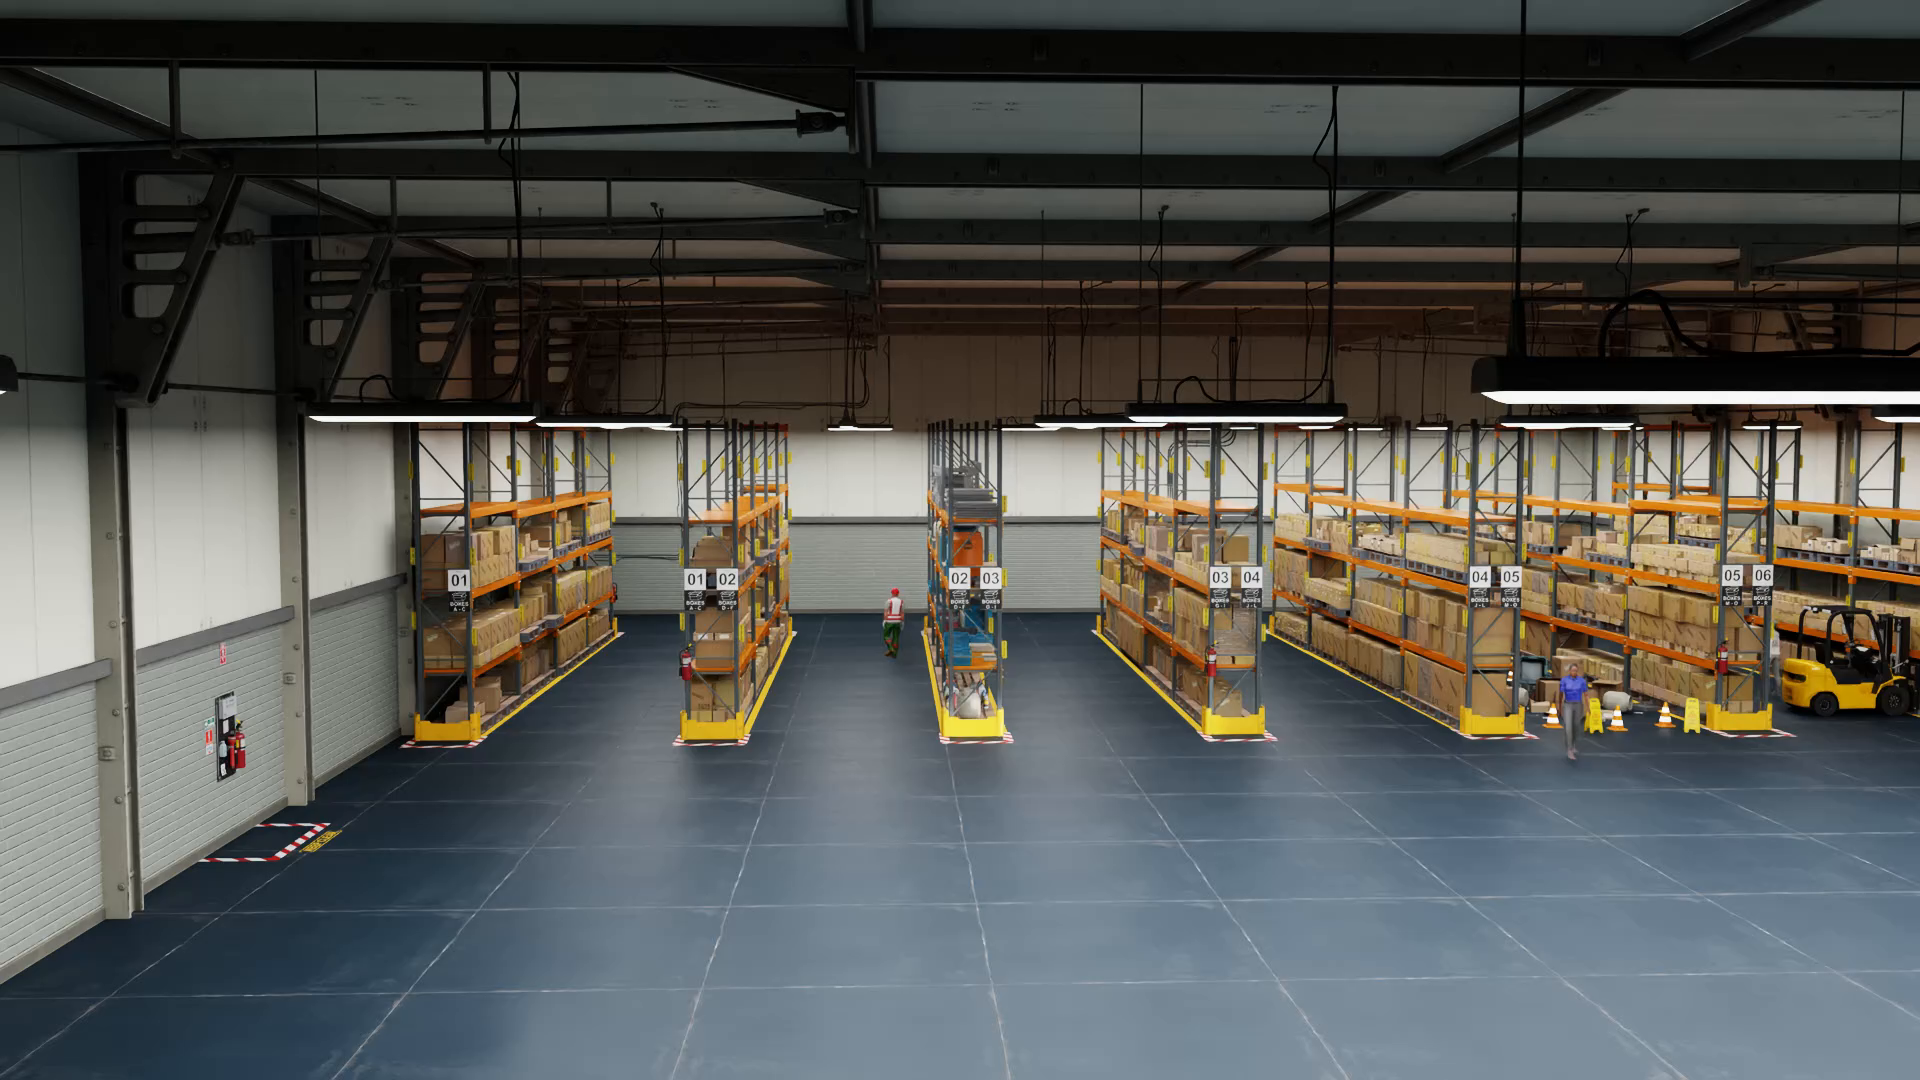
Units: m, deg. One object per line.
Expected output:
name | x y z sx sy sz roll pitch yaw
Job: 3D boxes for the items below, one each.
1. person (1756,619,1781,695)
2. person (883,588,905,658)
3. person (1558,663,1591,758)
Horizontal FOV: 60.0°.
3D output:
person | 17.749 2.590 36.313 0.469 1.728 0.574 -1 4 -10
person | -1.677 2.113 42.323 0.593 1.783 0.479 -1 4 -17
person | 10.909 3.003 29.512 0.497 1.651 0.709 0 4 6
